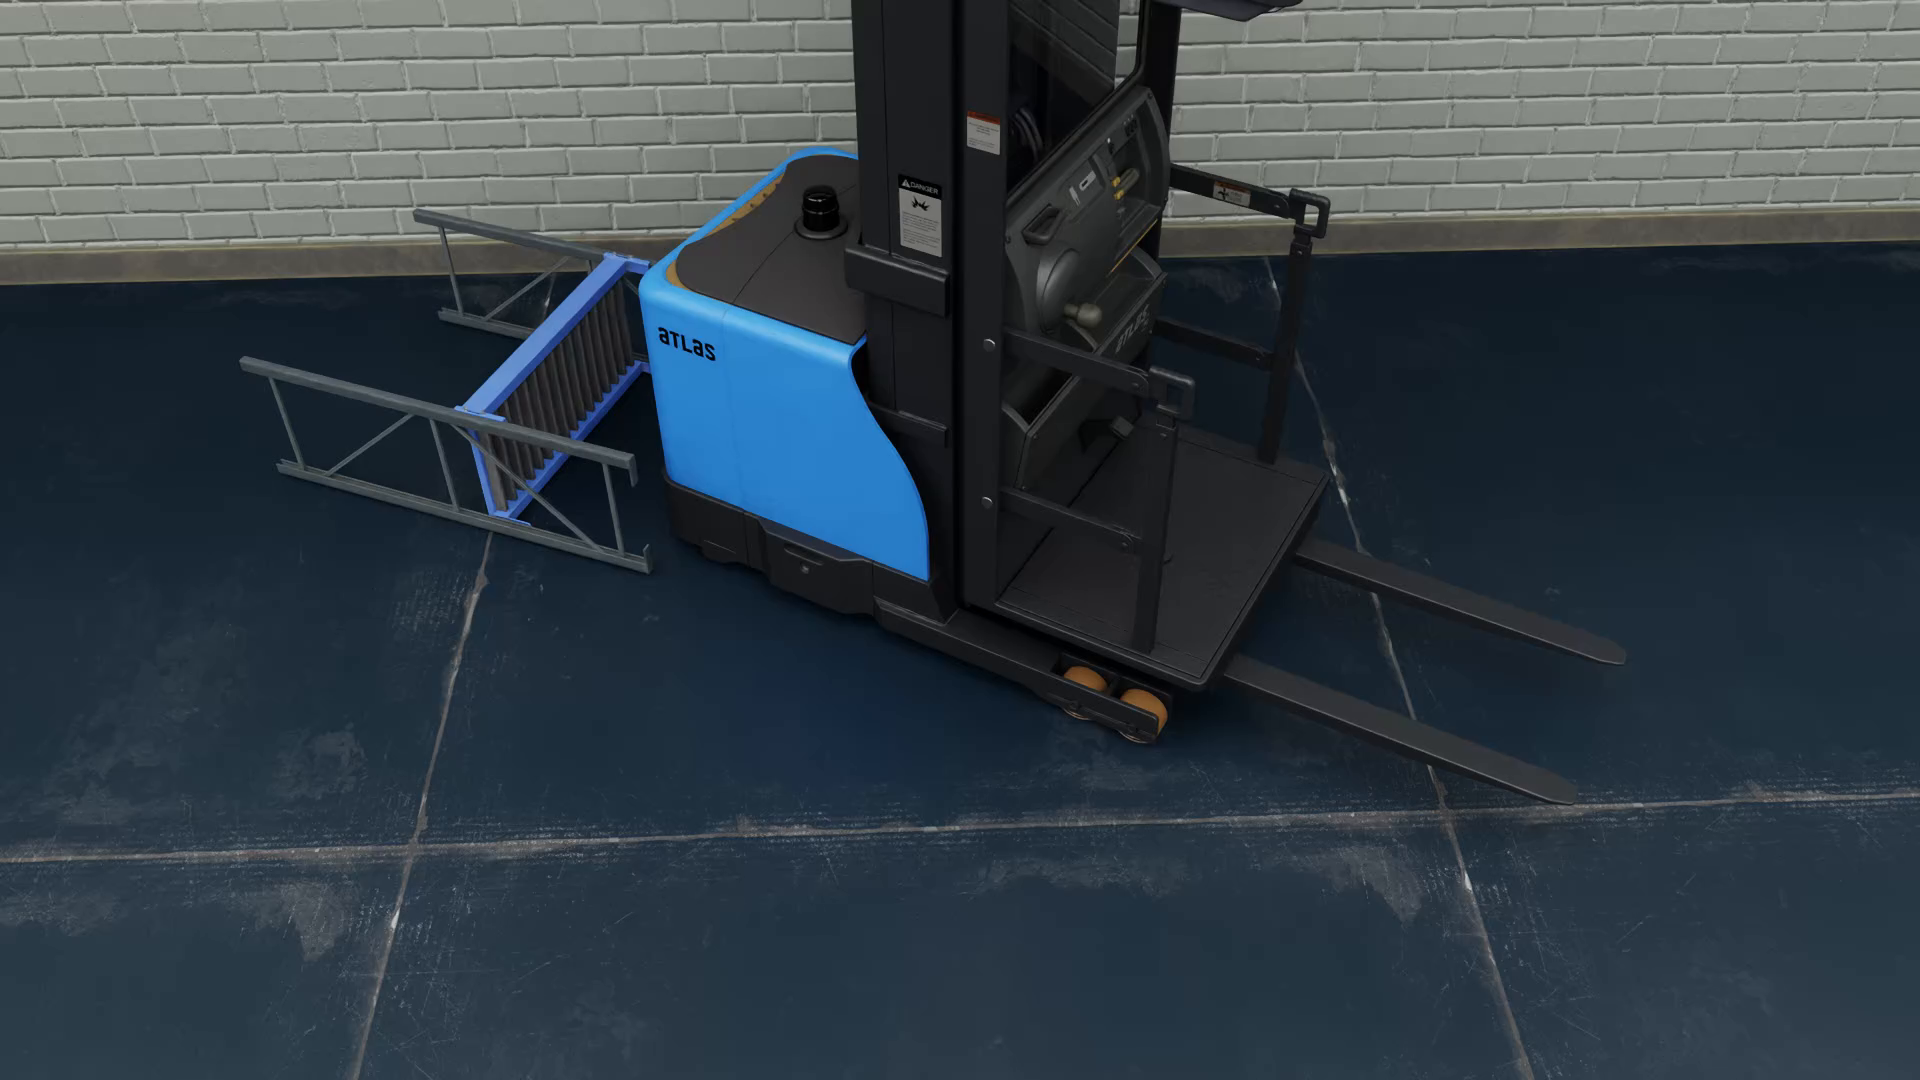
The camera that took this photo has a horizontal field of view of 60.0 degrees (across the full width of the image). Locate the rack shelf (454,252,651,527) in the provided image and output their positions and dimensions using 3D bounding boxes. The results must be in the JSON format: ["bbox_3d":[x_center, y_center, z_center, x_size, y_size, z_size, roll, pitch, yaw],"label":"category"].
[{"bbox_3d":[-1.395,-0.535,5.936,0.185,0.538,1.000,14,44,15],"label":"rack shelf"}]

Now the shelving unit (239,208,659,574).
[{"bbox_3d":[-1.563,-0.578,5.982,1.500,0.538,1.048,14,44,15],"label":"shelving unit"}]

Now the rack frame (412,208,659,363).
[{"bbox_3d":[-1.384,-0.900,6.333,1.500,0.500,0.032,14,44,15],"label":"rack frame"}]

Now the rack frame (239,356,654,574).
[{"bbox_3d":[-1.742,-0.257,5.632,1.500,0.500,0.032,14,44,15],"label":"rack frame"}]

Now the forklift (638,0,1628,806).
[{"bbox_3d":[0.544,-0.875,4.536,3.031,2.935,1.130,21,46,21],"label":"forklift"}]
